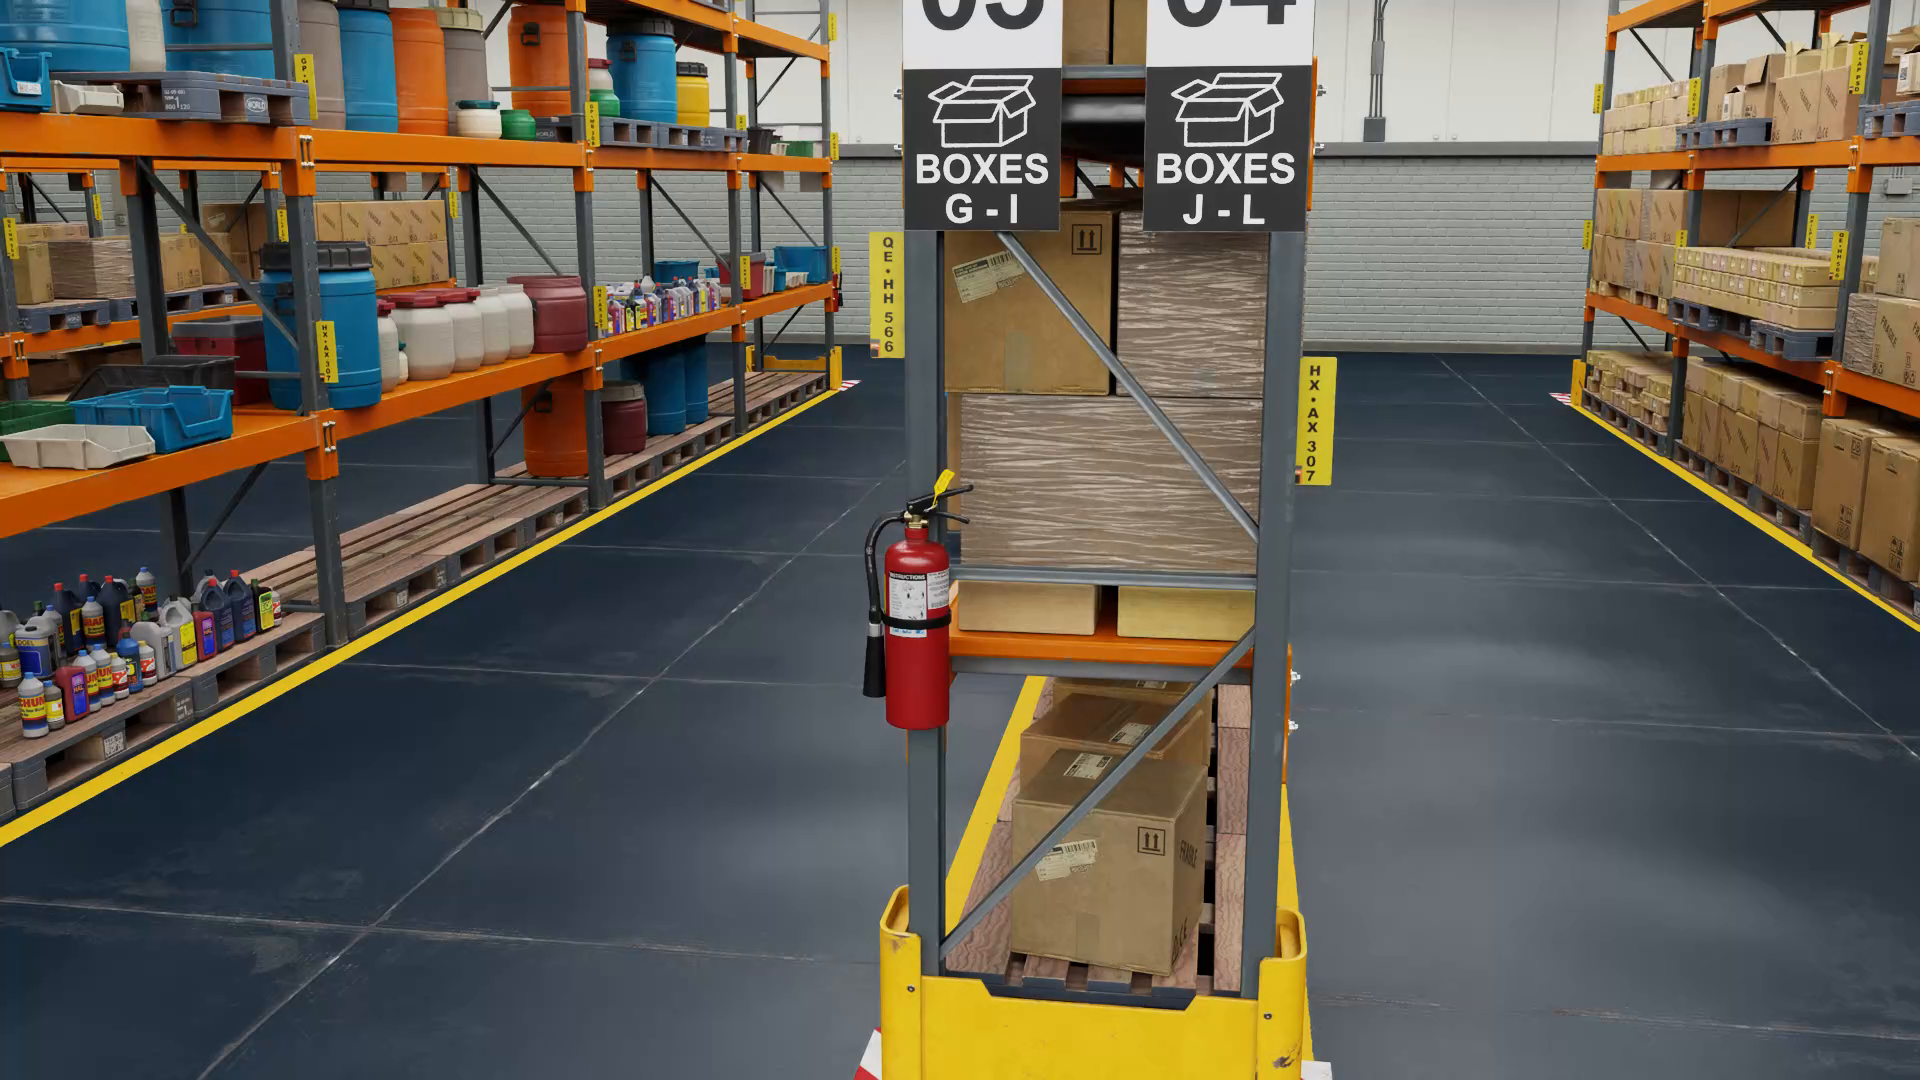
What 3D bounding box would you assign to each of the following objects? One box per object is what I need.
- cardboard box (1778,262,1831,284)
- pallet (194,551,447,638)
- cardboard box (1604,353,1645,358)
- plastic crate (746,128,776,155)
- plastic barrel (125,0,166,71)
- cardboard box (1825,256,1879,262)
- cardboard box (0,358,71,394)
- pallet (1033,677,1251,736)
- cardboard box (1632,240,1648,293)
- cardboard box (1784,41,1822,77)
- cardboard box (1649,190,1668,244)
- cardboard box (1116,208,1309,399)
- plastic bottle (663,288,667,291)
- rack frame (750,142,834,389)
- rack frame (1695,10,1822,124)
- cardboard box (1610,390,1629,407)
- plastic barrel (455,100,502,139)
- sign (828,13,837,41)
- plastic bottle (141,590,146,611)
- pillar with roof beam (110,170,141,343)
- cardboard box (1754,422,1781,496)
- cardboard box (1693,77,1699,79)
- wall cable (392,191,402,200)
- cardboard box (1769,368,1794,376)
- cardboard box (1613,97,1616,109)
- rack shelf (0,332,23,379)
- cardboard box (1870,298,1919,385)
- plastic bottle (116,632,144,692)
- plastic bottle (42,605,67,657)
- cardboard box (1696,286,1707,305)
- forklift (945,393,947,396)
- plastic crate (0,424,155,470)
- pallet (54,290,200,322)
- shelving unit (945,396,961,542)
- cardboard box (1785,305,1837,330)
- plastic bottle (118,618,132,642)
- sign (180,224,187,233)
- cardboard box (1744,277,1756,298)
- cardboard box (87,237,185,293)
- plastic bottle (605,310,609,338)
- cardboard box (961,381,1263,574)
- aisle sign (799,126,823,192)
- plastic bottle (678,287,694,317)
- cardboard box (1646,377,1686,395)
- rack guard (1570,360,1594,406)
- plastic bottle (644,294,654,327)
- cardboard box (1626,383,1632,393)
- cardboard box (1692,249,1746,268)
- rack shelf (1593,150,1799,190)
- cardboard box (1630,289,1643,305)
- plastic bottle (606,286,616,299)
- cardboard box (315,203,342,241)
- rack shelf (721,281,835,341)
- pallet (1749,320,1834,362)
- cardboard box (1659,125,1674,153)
[{"bbox_3d":[6.139,-1.921,11.975,0.380,0.149,0.250,2,12,8],"label":"cardboard box"},{"bbox_3d":[-3.836,0.310,10.053,1.003,0.211,1.213,2,12,9],"label":"pallet"},{"bbox_3d":[7.366,-1.987,18.452,0.380,0.149,0.250,2,12,10],"label":"cardboard box"},{"bbox_3d":[-2.226,-4.206,17.578,0.497,0.269,0.590,2,12,9],"label":"plastic crate"},{"bbox_3d":[-4.179,-2.531,8.236,0.421,0.512,0.421,0,12,0],"label":"plastic barrel"},{"bbox_3d":[6.939,-2.116,12.877,0.380,0.149,0.250,2,12,10],"label":"cardboard box"},{"bbox_3d":[-8.281,-1.456,14.738,0.500,0.250,0.500,2,12,11],"label":"cardboard box"},{"bbox_3d":[0.907,0.776,7.890,1.003,0.211,1.213,2,12,9],"label":"pallet"},{"bbox_3d":[7.045,-2.727,16.584,0.500,0.500,0.500,2,12,8],"label":"cardboard box"},{"bbox_3d":[6.459,-3.629,12.539,0.396,0.266,0.258,2,12,9],"label":"cardboard box"},{"bbox_3d":[6.970,-3.109,15.982,0.500,0.500,0.500,1,12,7],"label":"cardboard box"},{"bbox_3d":[0.714,-0.684,4.729,0.500,0.500,0.500,2,12,9],"label":"cardboard box"},{"bbox_3d":[-2.710,-2.189,15.337,0.097,0.271,0.097,0,12,0],"label":"plastic bottle"},{"bbox_3d":[-2.073,-3.386,20.586,1.000,3.000,0.127,2,12,9],"label":"rack frame"},{"bbox_3d":[7.091,-5.144,14.502,1.000,3.000,0.127,2,12,9],"label":"rack frame"},{"bbox_3d":[7.102,-1.493,17.571,0.380,0.149,0.250,1,12,6],"label":"cardboard box"},{"bbox_3d":[-3.268,-2.847,11.293,0.301,0.262,0.301,0,12,0],"label":"plastic barrel"},{"bbox_3d":[-1.527,-6.147,19.921,0.100,0.325,0.005,2,12,9],"label":"sign"},{"bbox_3d":[-4.417,0.338,8.903,0.097,0.201,0.097,0,12,0],"label":"plastic bottle"},{"bbox_3d":[-8.048,-7.090,23.534,9.100,9.000,0.400,2,12,9],"label":"pillar with roof beam"},{"bbox_3d":[6.402,-0.615,12.665,0.500,0.500,0.500,2,12,11],"label":"cardboard box"},{"bbox_3d":[6.869,-4.118,15.083,0.380,0.149,0.250,1,12,6],"label":"cardboard box"},{"bbox_3d":[-10.639,-6.288,27.180,3.097,2.526,0.112,2,12,9],"label":"wall cable"},{"bbox_3d":[7.134,-1.291,14.022,0.500,0.250,0.500,2,12,11],"label":"cardboard box"},{"bbox_3d":[7.431,-4.816,18.324,0.380,0.149,0.250,2,12,8],"label":"cardboard box"},{"bbox_3d":[-8.505,-1.114,11.751,1.077,0.370,4.000,2,12,9],"label":"rack shelf"},{"bbox_3d":[6.065,-1.237,10.375,0.500,0.500,0.500,2,12,8],"label":"cardboard box"},{"bbox_3d":[-3.848,0.561,7.700,0.097,0.271,0.097,0,12,0],"label":"plastic bottle"},{"bbox_3d":[-4.468,0.456,8.188,0.097,0.271,0.097,0,12,0],"label":"plastic bottle"},{"bbox_3d":[6.457,-2.065,14.053,0.380,0.149,0.250,2,12,9],"label":"cardboard box"},{"bbox_3d":[0.352,-1.972,14.184,1.130,2.935,3.031,2,12,9],"label":"forklift"},{"bbox_3d":[-3.918,-0.413,7.416,0.530,0.136,0.437,2,12,9],"label":"plastic crate"},{"bbox_3d":[-7.903,-2.193,15.506,1.003,0.211,1.213,2,12,9],"label":"pallet"},{"bbox_3d":[0.008,-0.524,11.934,0.215,1.050,0.252,2,12,9],"label":"shelving unit"},{"bbox_3d":[6.098,-1.579,11.798,0.380,0.149,0.250,2,12,10],"label":"cardboard box"},{"bbox_3d":[-3.946,0.506,7.931,0.061,0.283,0.133,2,12,9],"label":"plastic bottle"},{"bbox_3d":[-8.120,-3.154,17.453,0.100,0.325,0.005,2,12,9],"label":"sign"},{"bbox_3d":[6.259,-1.938,12.761,0.380,0.149,0.250,2,12,8],"label":"cardboard box"},{"bbox_3d":[-7.793,-2.599,15.700,0.700,0.500,0.500,-1,12,-6],"label":"cardboard box"},{"bbox_3d":[-2.873,-1.761,13.349,0.097,0.271,0.097,0,12,0],"label":"plastic bottle"},{"bbox_3d":[0.472,-0.203,4.872,0.875,0.500,0.500,2,12,9],"label":"cardboard box"},{"bbox_3d":[-1.773,-4.662,20.337,0.394,0.787,0.004,2,12,9],"label":"aisle sign"},{"bbox_3d":[-2.563,-2.219,15.466,0.152,0.276,0.135,2,12,9],"label":"plastic bottle"},{"bbox_3d":[6.920,-1.503,16.205,0.380,0.149,0.250,2,12,8],"label":"cardboard box"},{"bbox_3d":[7.695,-1.806,19.188,1.175,0.500,0.348,2,12,9],"label":"rack guard"},{"bbox_3d":[-2.695,-1.982,14.349,0.061,0.283,0.133,2,12,9],"label":"plastic bottle"},{"bbox_3d":[7.229,-1.625,17.479,0.380,0.149,0.250,3,12,12],"label":"cardboard box"},{"bbox_3d":[6.497,-2.406,14.225,0.380,0.149,0.250,2,12,9],"label":"cardboard box"},{"bbox_3d":[7.399,-3.742,16.826,1.077,0.370,4.000,2,12,9],"label":"rack shelf"},{"bbox_3d":[7.073,-2.483,16.993,0.380,0.149,0.250,2,12,10],"label":"cardboard box"},{"bbox_3d":[-3.278,-2.216,15.451,0.152,0.276,0.135,2,12,9],"label":"plastic bottle"},{"bbox_3d":[-7.153,-3.449,18.266,0.500,0.500,0.500,1,12,7],"label":"cardboard box"},{"bbox_3d":[-2.381,-2.618,18.730,1.077,0.370,4.000,2,12,9],"label":"rack shelf"},{"bbox_3d":[6.480,-1.437,11.995,1.213,0.211,1.003,2,12,9],"label":"pallet"},{"bbox_3d":[6.988,-3.819,15.829,0.500,0.250,0.500,2,12,8],"label":"cardboard box"}]
